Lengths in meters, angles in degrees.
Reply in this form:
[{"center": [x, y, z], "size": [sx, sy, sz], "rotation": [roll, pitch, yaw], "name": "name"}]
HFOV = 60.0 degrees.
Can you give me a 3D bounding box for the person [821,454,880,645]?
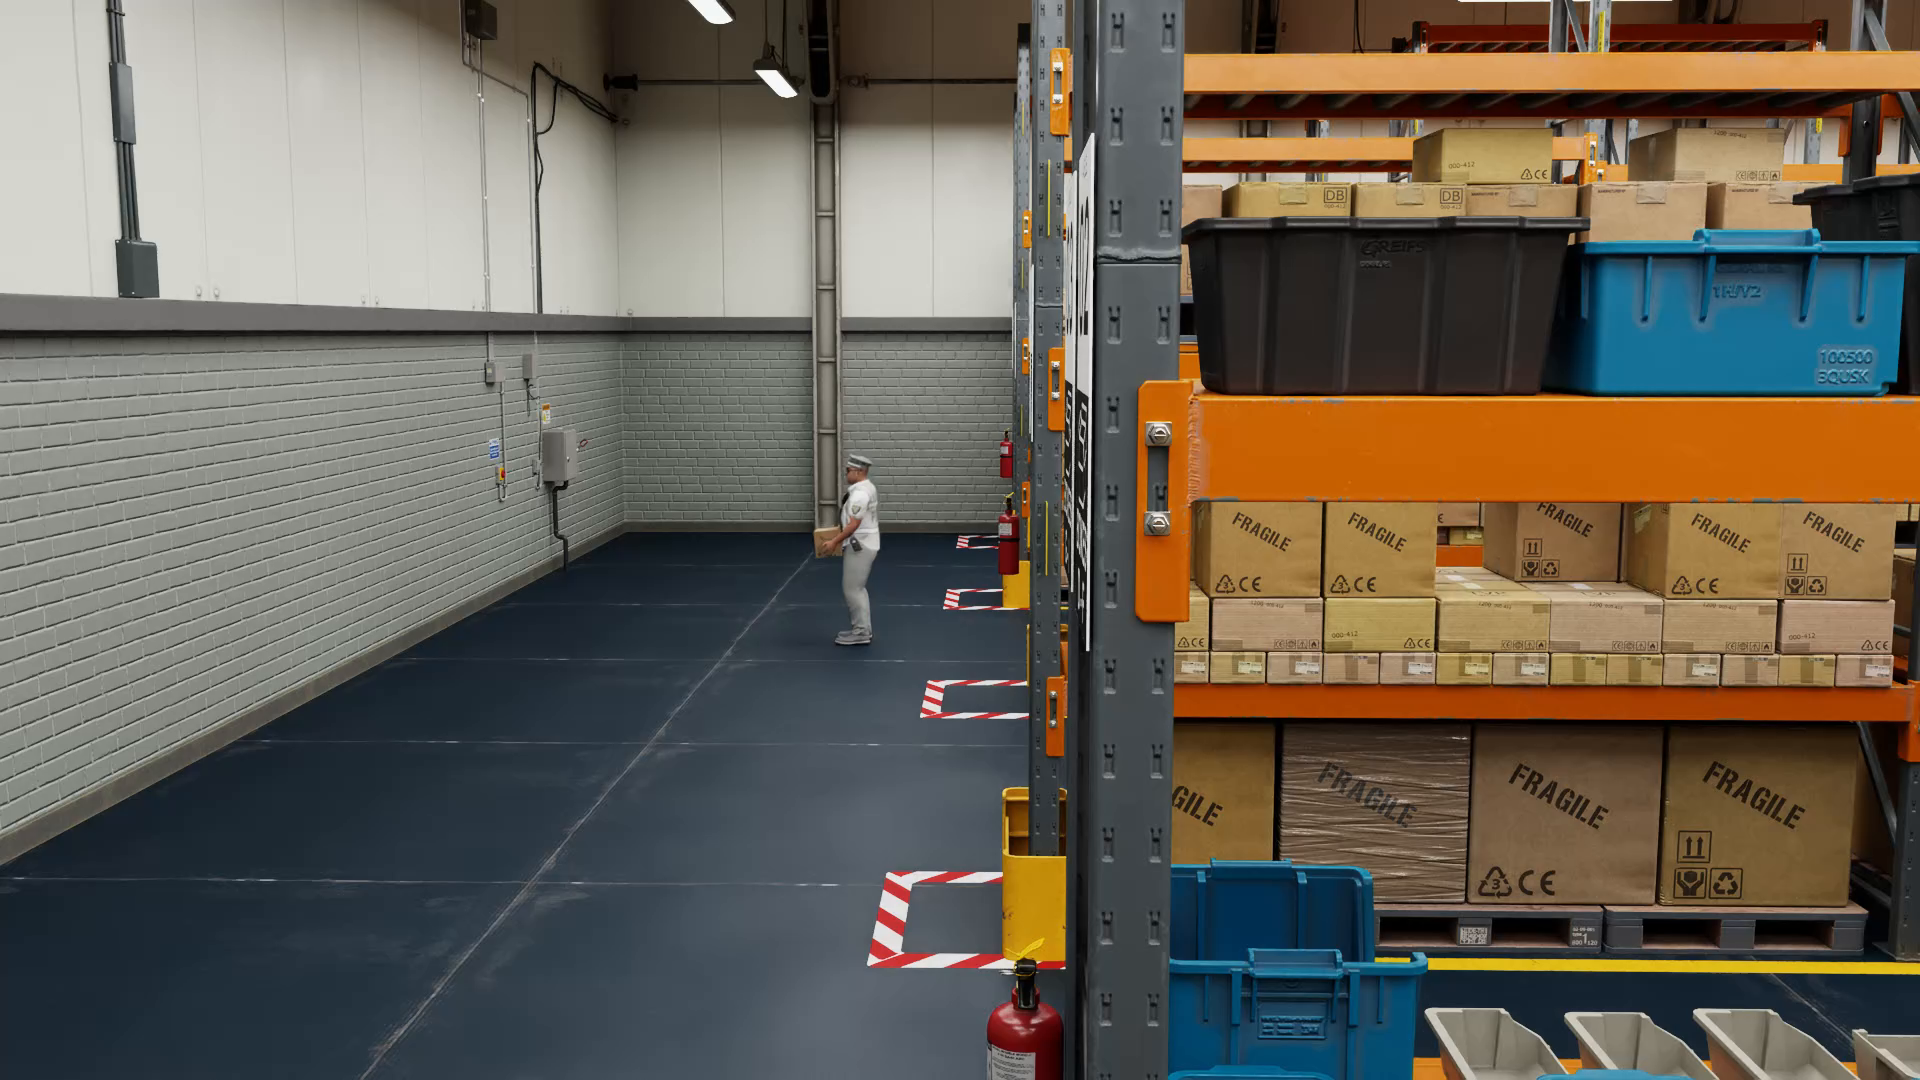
[{"center": [-1.020, 0.076, 15.524], "size": [0.536, 1.774, 0.524], "rotation": [0, 7, 1], "name": "person"}]
